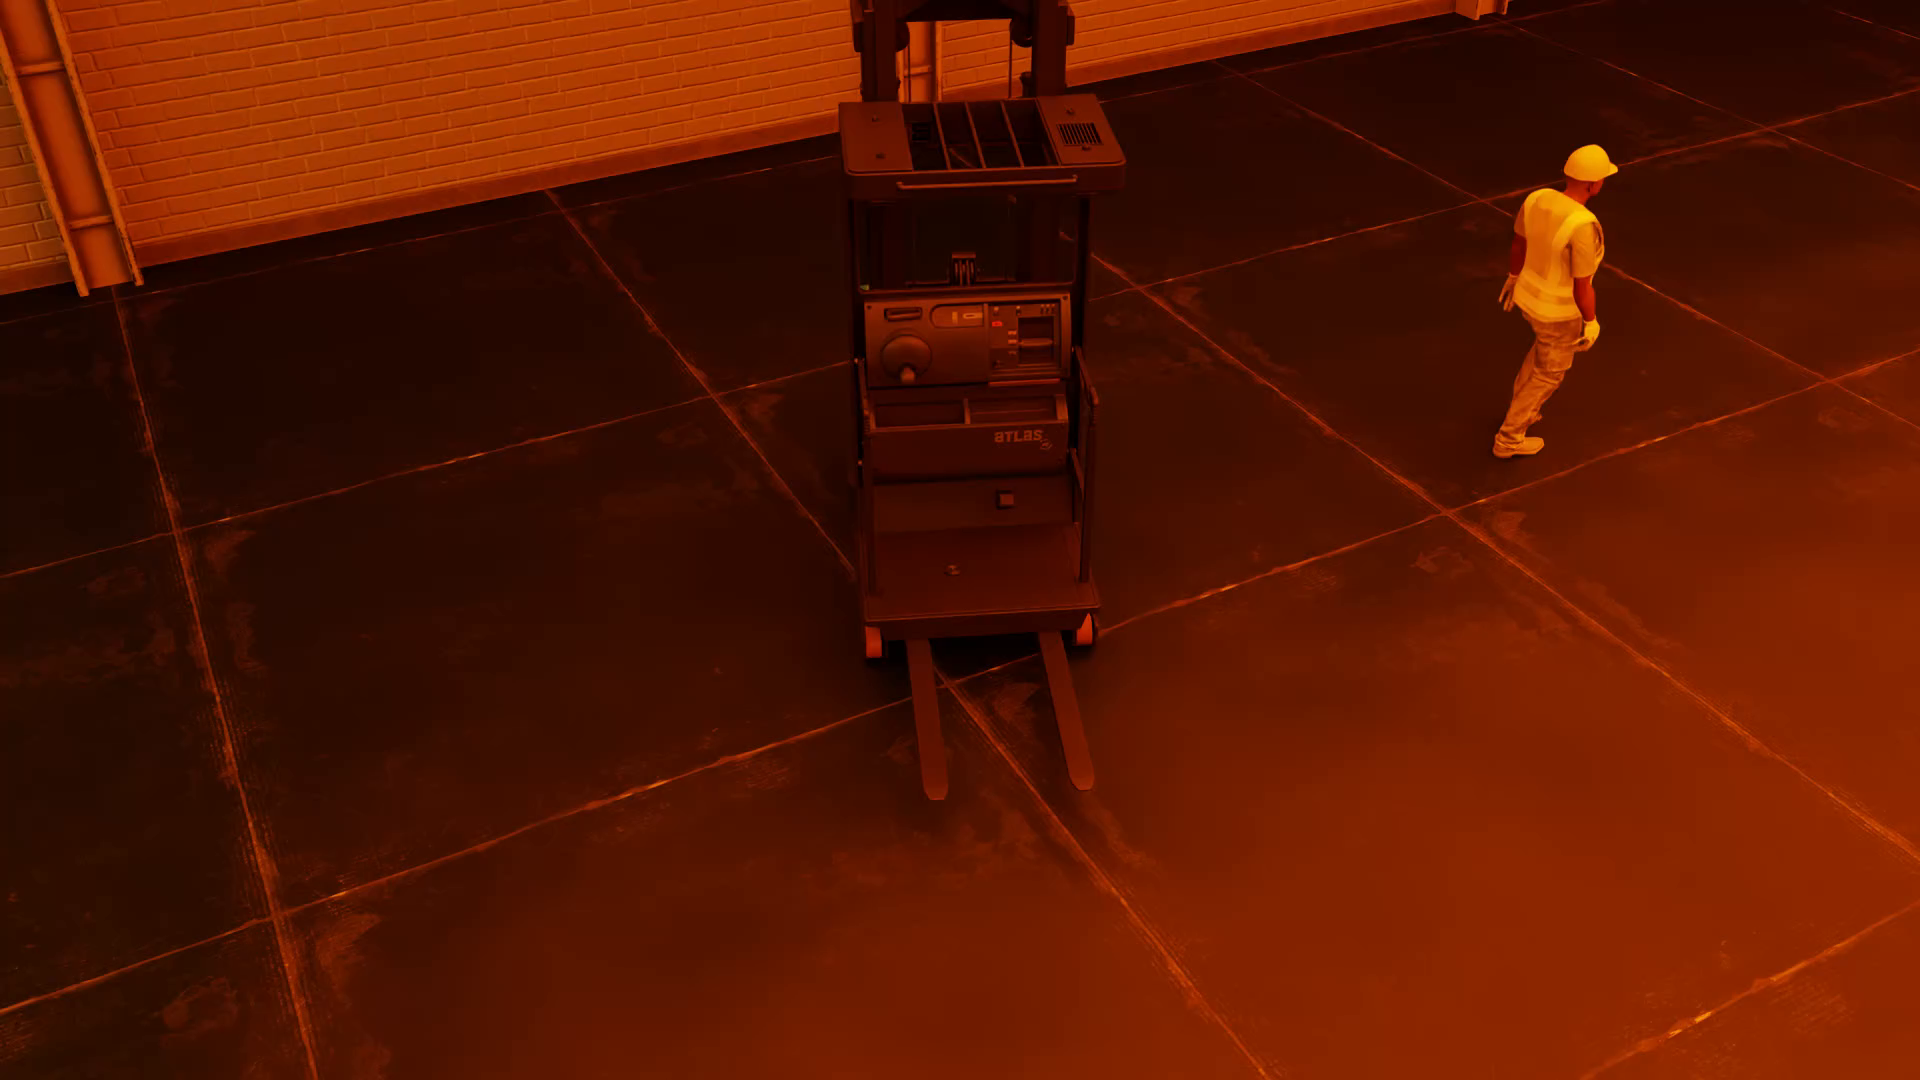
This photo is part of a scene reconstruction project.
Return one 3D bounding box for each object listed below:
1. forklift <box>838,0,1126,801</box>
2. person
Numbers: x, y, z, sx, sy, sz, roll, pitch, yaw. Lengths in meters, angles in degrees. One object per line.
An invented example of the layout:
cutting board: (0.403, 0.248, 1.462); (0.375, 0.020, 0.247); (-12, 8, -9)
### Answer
forklift: (0.061, -0.842, 7.314); (1.130, 2.935, 3.031); (-3, 35, -5)
person: (3.229, -1.259, 8.970); (0.530, 1.823, 0.655); (-9, 36, -12)
